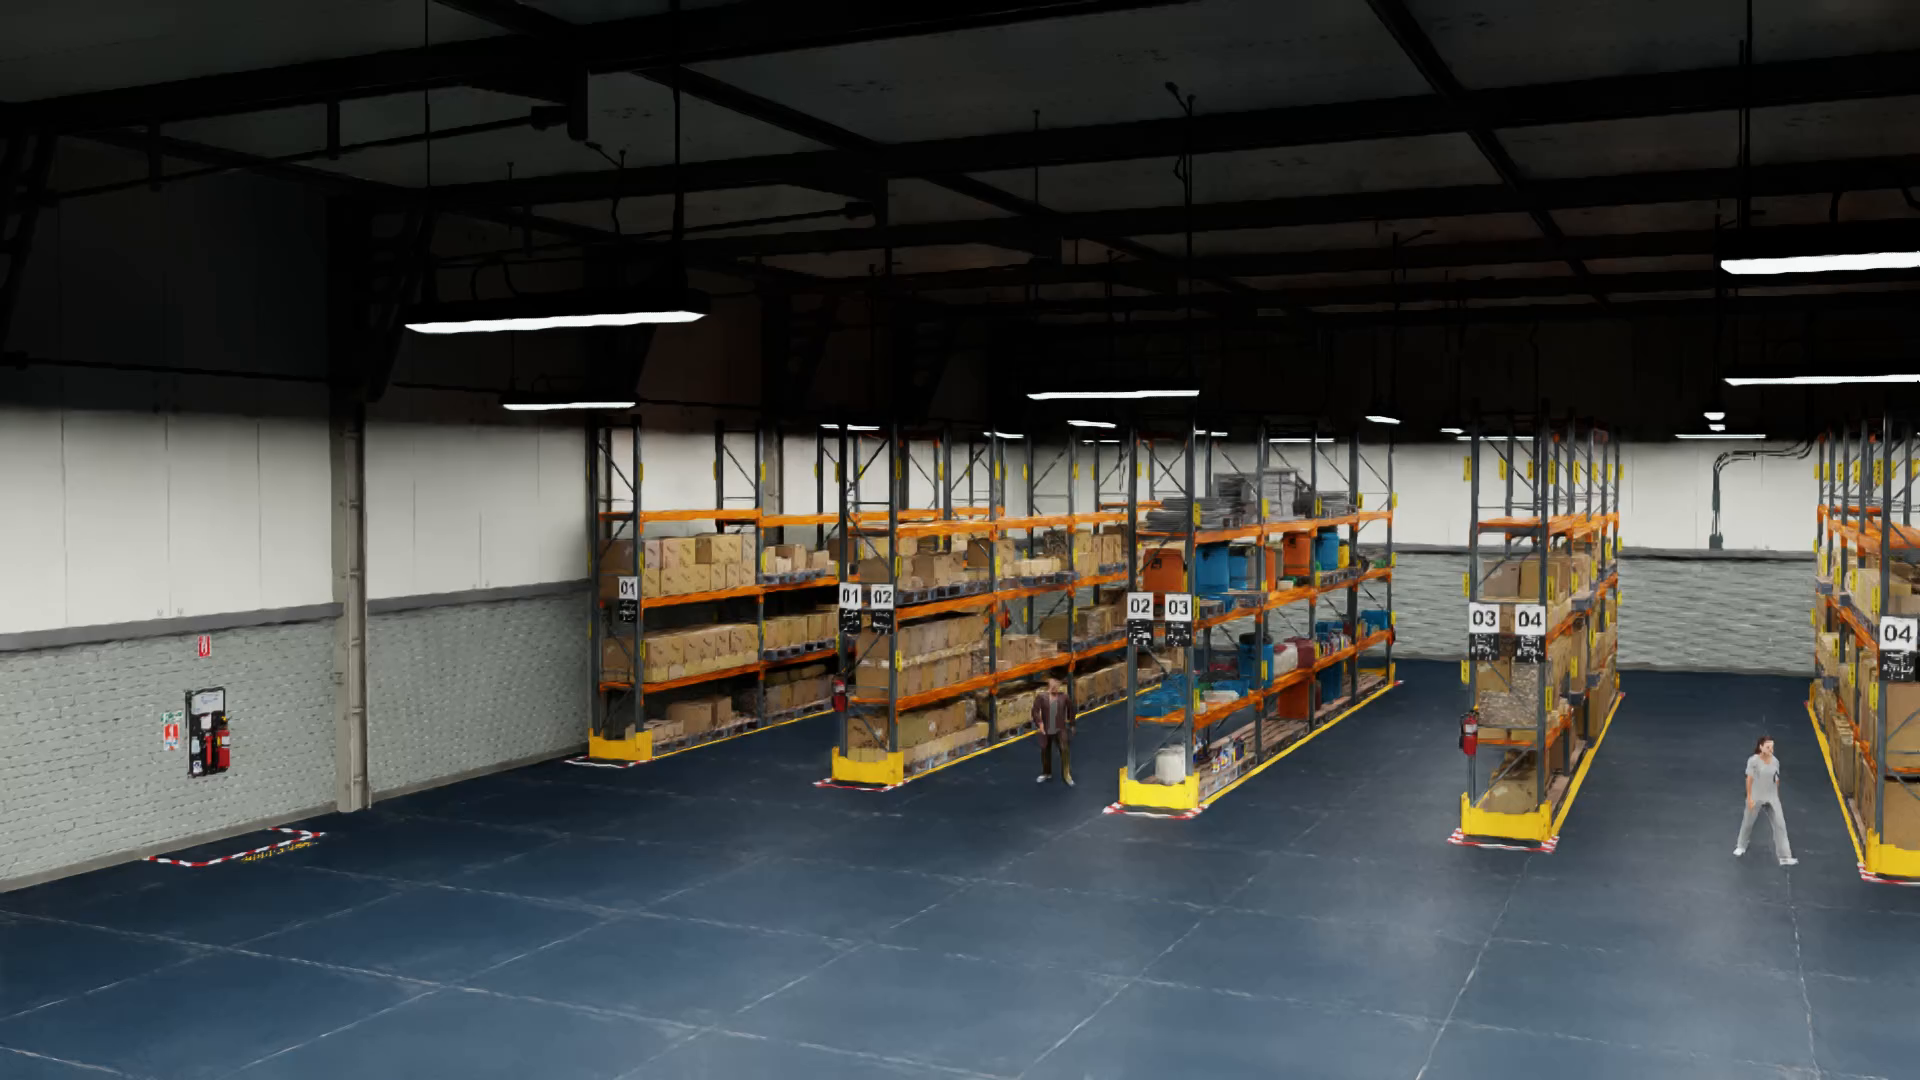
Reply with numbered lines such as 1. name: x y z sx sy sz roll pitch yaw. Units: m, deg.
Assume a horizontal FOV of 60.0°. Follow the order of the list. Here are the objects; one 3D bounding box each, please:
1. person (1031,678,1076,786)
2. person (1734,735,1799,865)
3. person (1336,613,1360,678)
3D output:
1. person: 1.509 3.041 26.589 0.737 1.717 0.880 0 2 7
2. person: 10.290 3.303 21.286 0.513 1.628 0.915 0 2 2
3. person: 8.905 2.482 38.539 0.933 1.636 0.519 -2 3 -43
